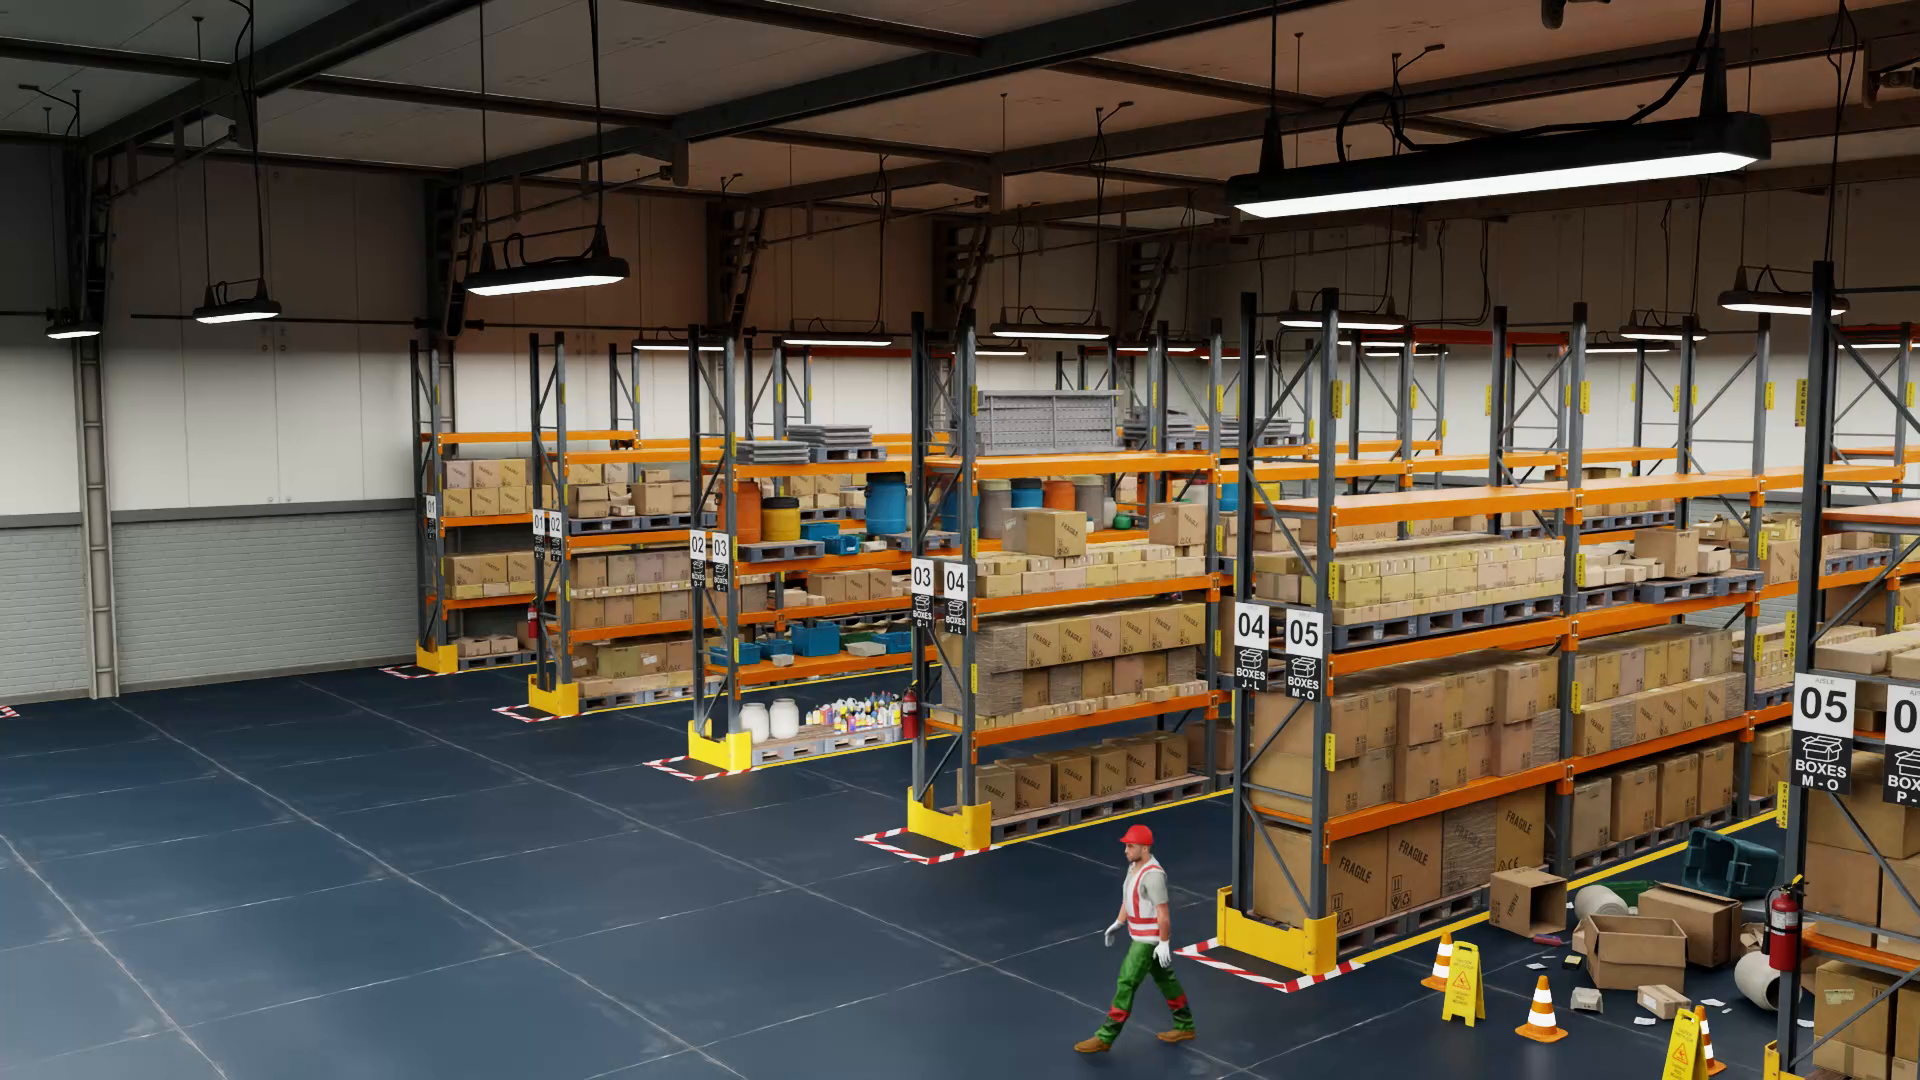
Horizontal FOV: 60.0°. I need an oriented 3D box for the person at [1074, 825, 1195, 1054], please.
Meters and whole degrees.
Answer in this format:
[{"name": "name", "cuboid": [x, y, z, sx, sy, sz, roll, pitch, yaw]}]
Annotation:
[{"name": "person", "cuboid": [1.359, 3.074, 12.919, 0.997, 1.733, 0.560, 0, 5, -5]}]
